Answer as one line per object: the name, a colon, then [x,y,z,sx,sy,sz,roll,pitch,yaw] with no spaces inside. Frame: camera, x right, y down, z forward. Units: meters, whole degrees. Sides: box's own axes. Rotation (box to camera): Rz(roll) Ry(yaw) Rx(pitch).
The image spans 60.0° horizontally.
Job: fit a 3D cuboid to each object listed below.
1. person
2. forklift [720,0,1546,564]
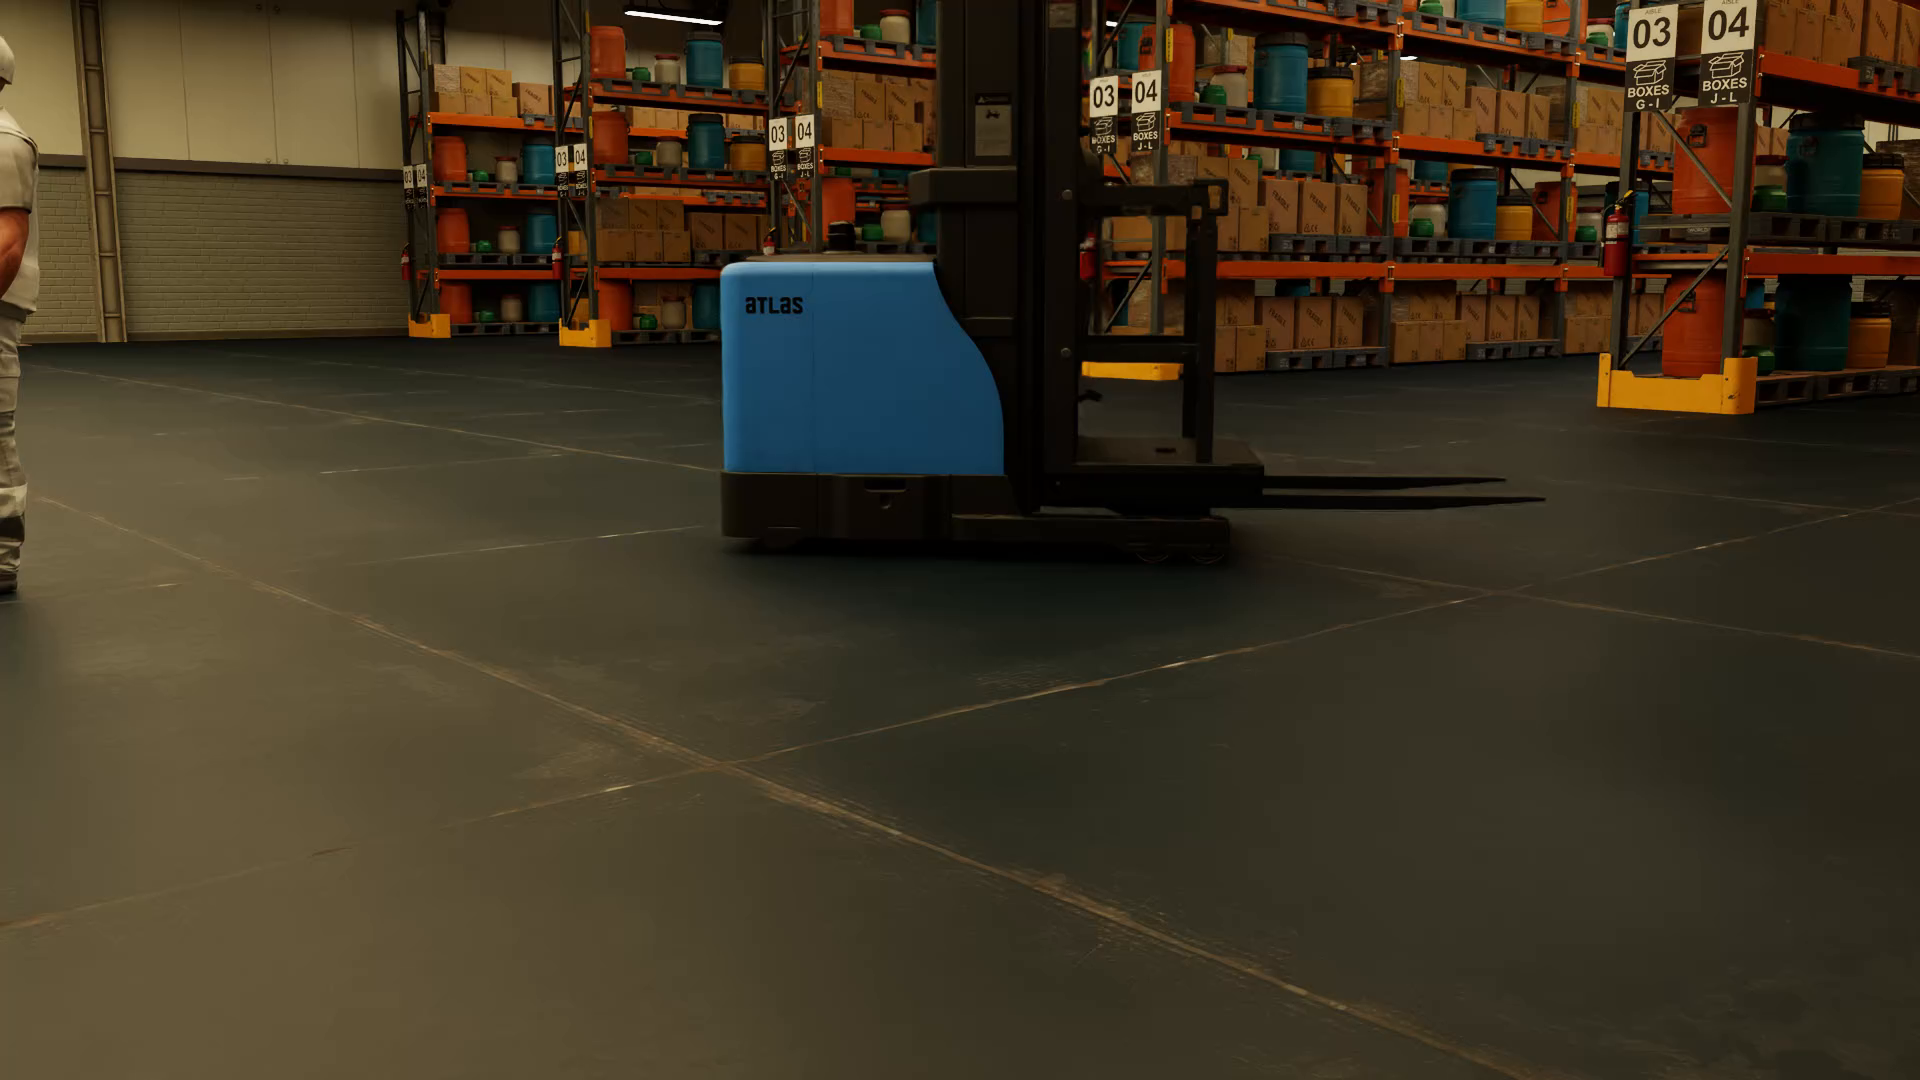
person: [-3.204,-0.714,5.252,0.563,1.789,0.637,-8,12,-41]
forklift: [0.652,-1.448,6.311,3.031,2.935,1.130,1,9,5]
